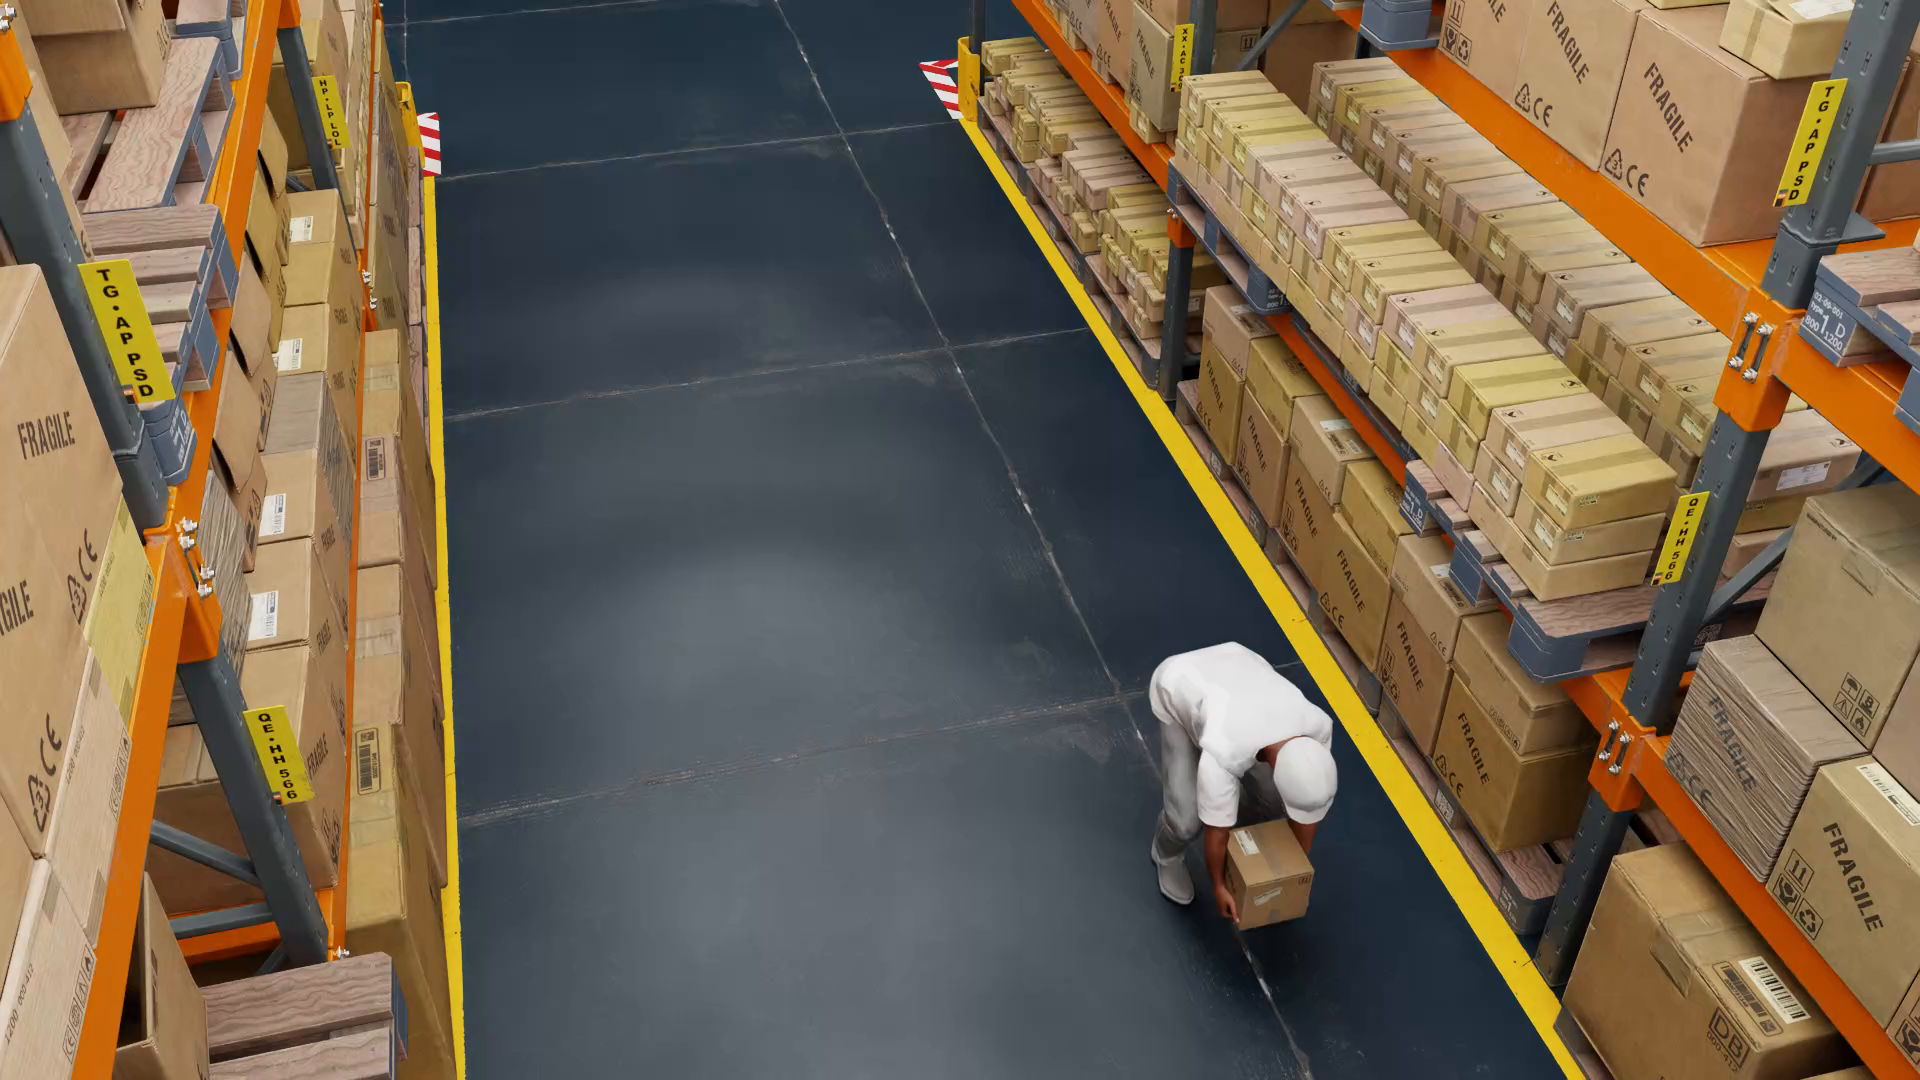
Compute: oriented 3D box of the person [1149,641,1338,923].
[{"bbox_3d":[1.015,0.925,5.978,0.501,1.186,0.954,-12,39,-14],"label":"person"}]
